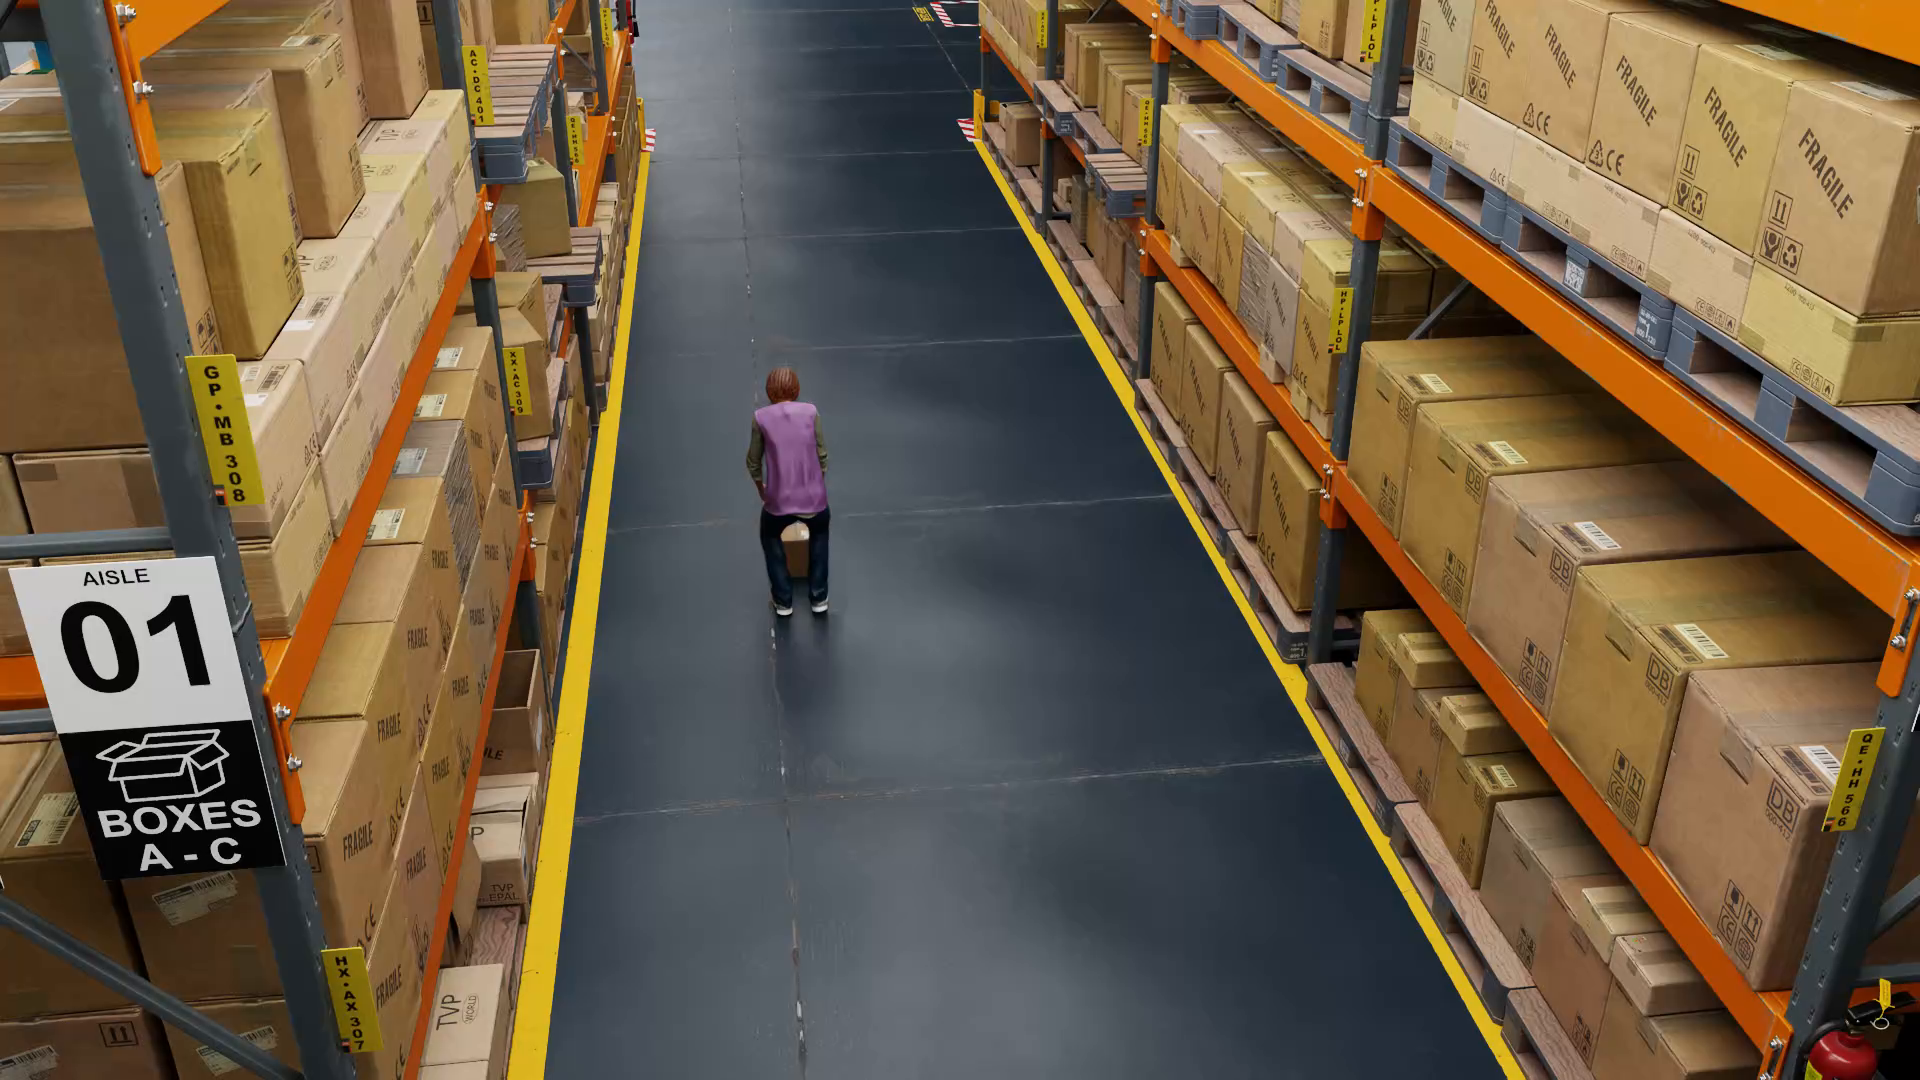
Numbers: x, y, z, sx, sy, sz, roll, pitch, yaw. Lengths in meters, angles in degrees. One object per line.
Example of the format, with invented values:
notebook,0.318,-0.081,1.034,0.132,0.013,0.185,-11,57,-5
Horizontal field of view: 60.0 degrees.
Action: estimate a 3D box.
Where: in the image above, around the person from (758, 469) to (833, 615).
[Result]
person,-0.948,-0.029,9.567,0.428,0.807,0.863,-5,28,-9
